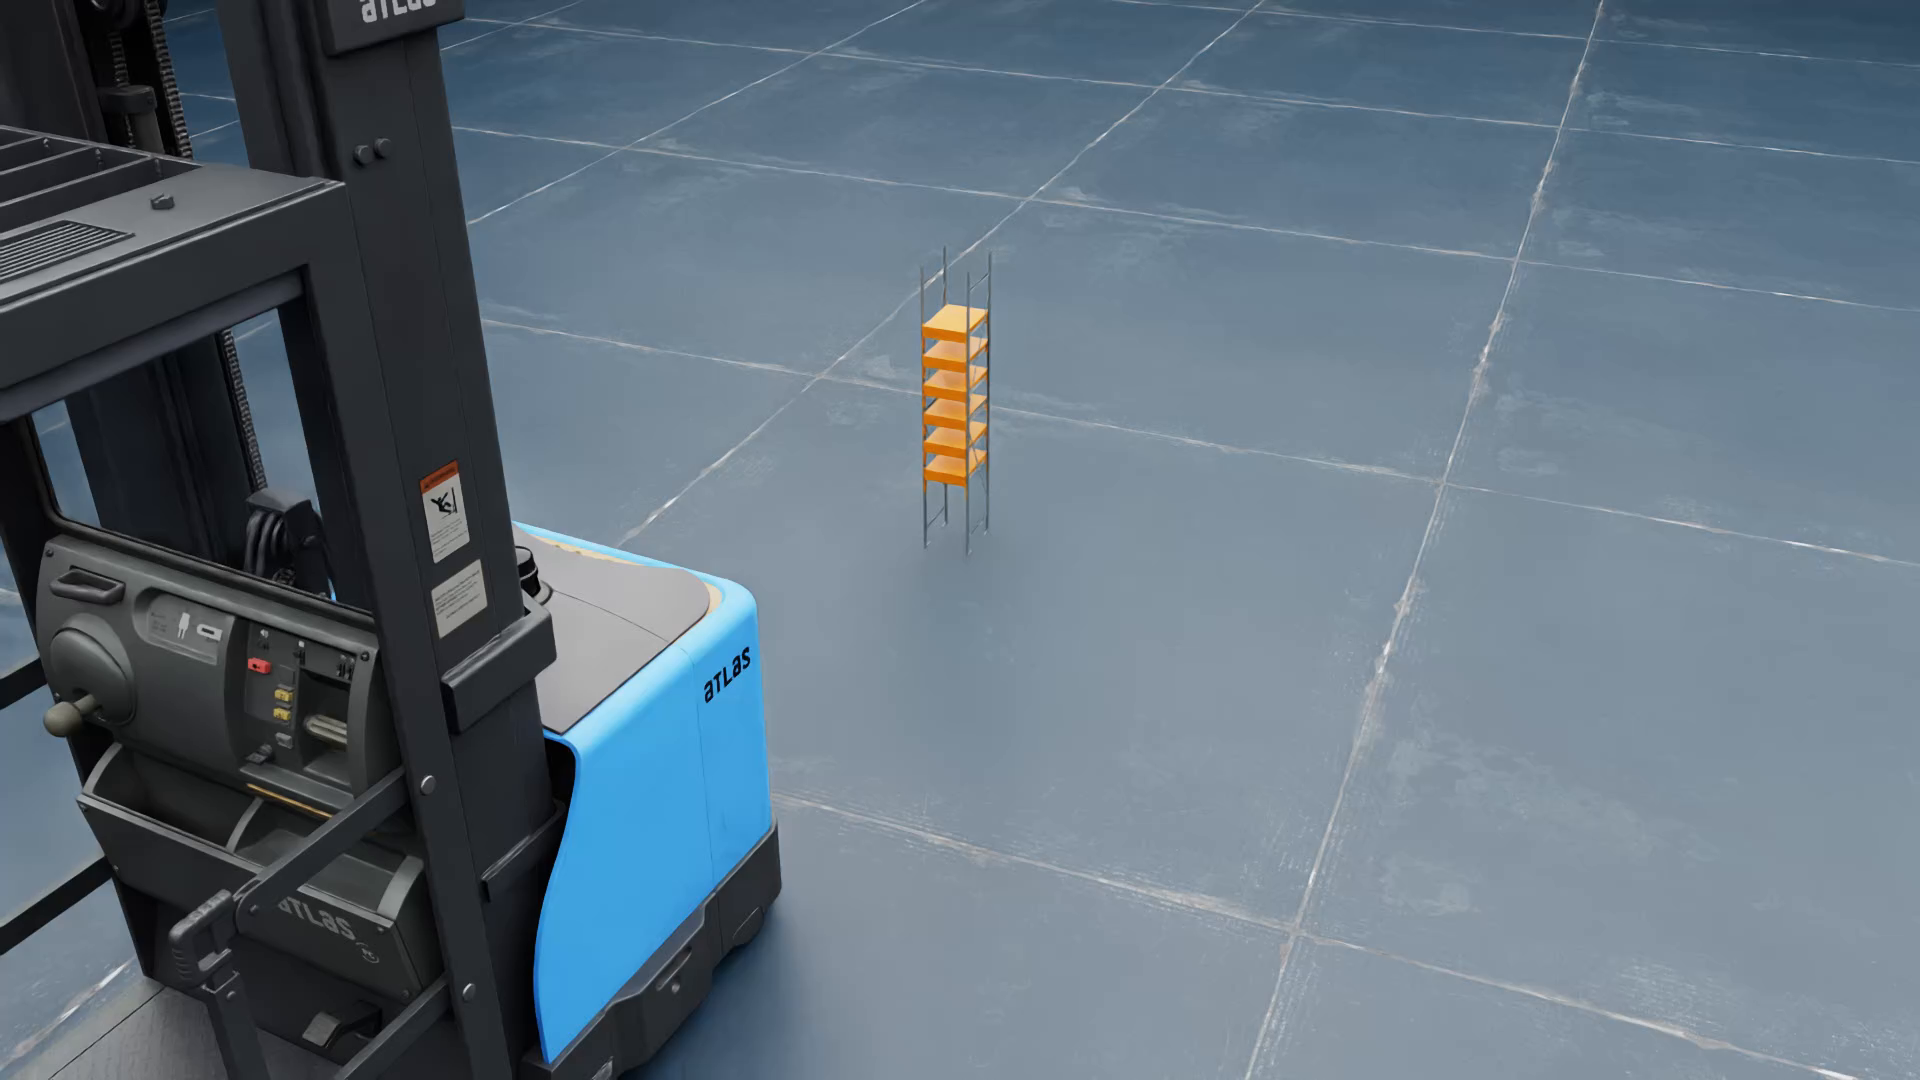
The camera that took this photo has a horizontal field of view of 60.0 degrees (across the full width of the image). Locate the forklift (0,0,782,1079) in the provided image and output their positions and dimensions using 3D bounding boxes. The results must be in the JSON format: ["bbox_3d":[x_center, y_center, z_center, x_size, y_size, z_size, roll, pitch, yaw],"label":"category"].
[{"bbox_3d":[-1.630,0.320,3.205,1.130,2.935,3.031,14,32,23],"label":"forklift"}]

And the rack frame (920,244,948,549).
[{"bbox_3d":[-0.098,-0.542,6.489,0.006,1.200,0.240,11,31,19],"label":"rack frame"}]

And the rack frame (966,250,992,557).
[{"bbox_3d":[0.071,-0.508,6.430,0.006,1.200,0.240,11,31,19],"label":"rack frame"}]

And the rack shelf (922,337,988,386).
[{"bbox_3d":[-0.013,-0.695,6.363,0.180,0.103,0.258,11,31,19],"label":"rack shelf"}]

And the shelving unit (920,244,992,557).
[{"bbox_3d":[-0.013,-0.525,6.459,0.189,1.200,0.258,11,31,19],"label":"shelving unit"}]

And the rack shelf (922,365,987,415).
[{"bbox_3d":[-0.013,-0.591,6.422,0.180,0.103,0.258,11,31,19],"label":"rack shelf"}]

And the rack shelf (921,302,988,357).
[{"bbox_3d":[-0.013,-0.800,6.304,0.180,0.103,0.258,11,31,19],"label":"rack shelf"}]

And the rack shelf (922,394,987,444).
[{"bbox_3d":[-0.013,-0.486,6.481,0.180,0.103,0.258,11,31,19],"label":"rack shelf"}]

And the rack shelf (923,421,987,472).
[{"bbox_3d":[-0.013,-0.382,6.540,0.180,0.103,0.258,11,31,19],"label":"rack shelf"}]

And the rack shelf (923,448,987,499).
[{"bbox_3d":[-0.013,-0.277,6.599,0.180,0.103,0.258,11,31,19],"label":"rack shelf"}]
